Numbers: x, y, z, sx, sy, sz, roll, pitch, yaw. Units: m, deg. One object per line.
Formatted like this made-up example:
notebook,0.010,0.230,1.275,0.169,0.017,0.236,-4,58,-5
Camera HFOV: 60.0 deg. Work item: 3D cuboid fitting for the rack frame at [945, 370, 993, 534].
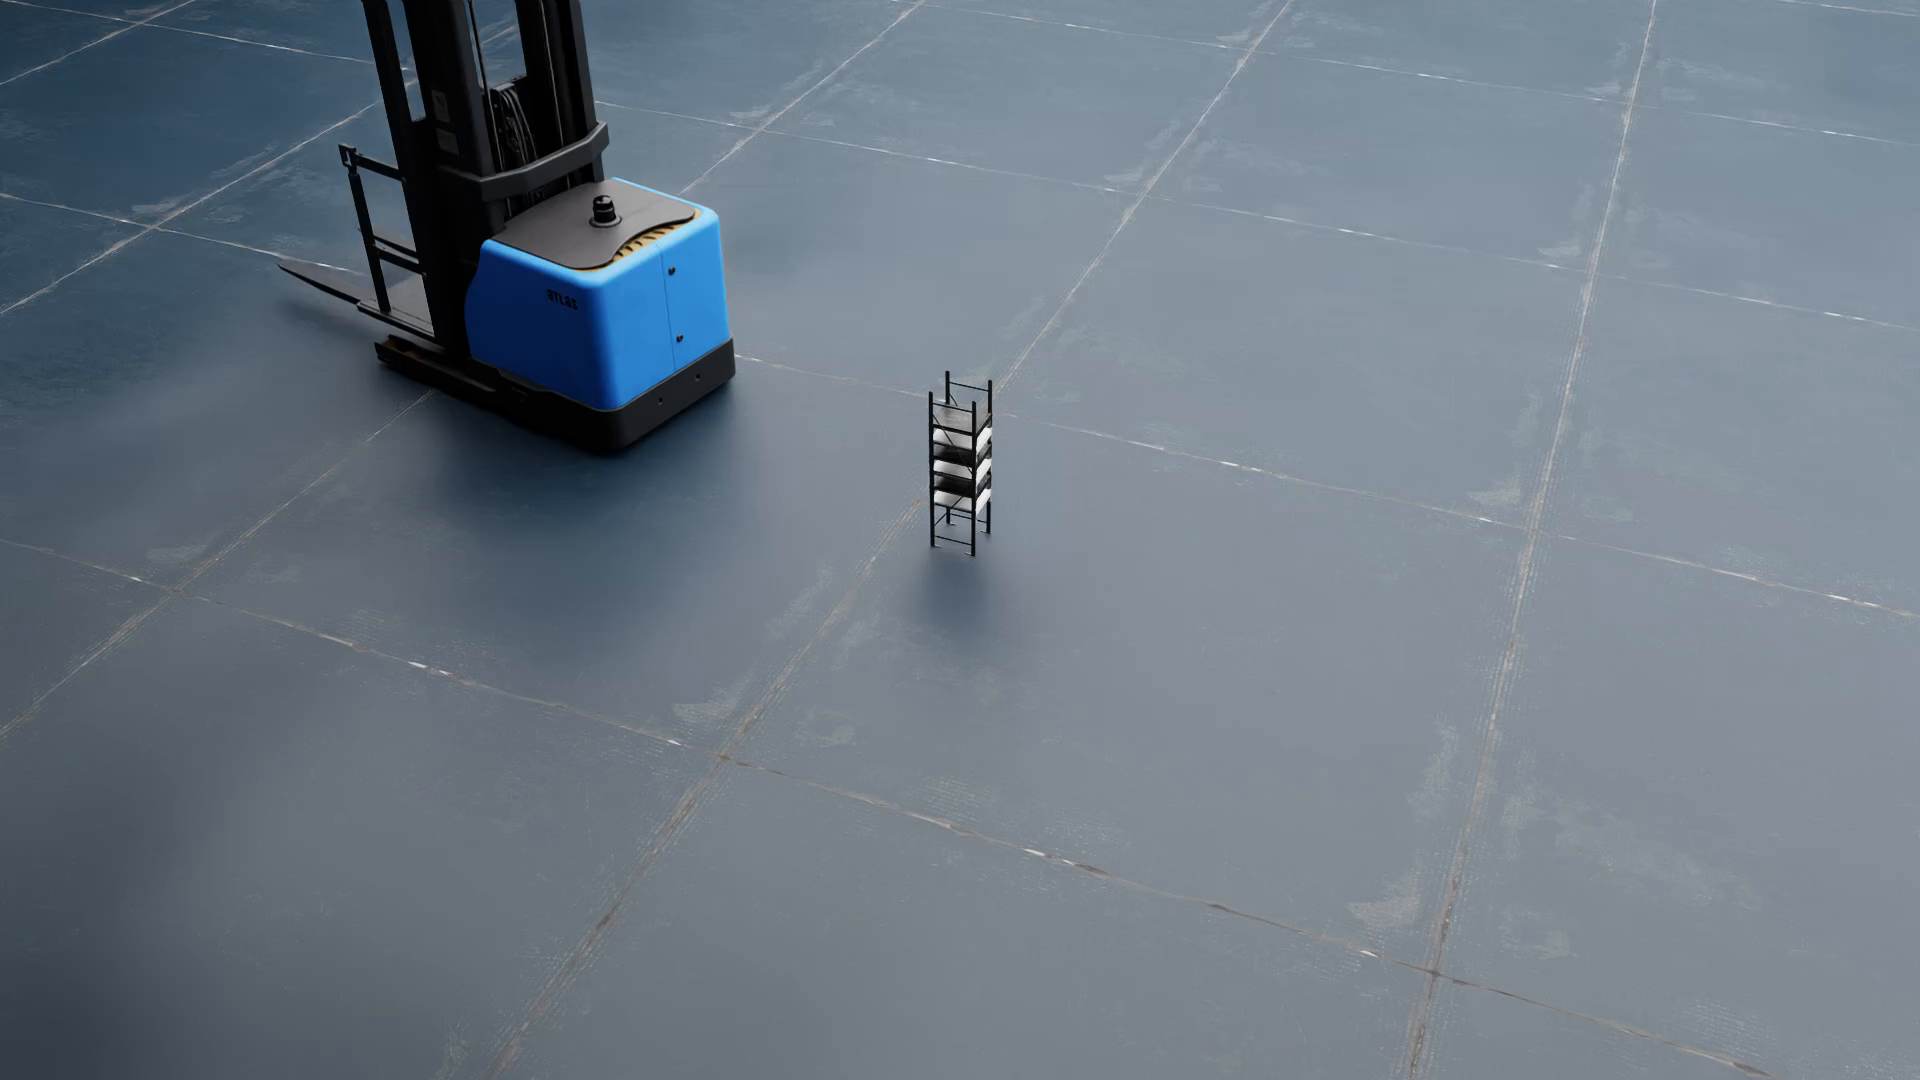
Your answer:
rack frame,0.042,-0.421,8.163,0.240,0.900,0.006,14,39,18

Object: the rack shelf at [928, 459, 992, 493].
rack shelf,0.003,-0.338,8.108,0.258,0.077,0.200,14,39,18

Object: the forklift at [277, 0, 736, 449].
forklift,-2.783,-2.349,9.046,3.031,2.935,1.130,23,42,27

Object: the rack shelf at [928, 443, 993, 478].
rack shelf,0.003,-0.410,8.054,0.258,0.077,0.200,14,39,18

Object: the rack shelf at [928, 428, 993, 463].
rack shelf,0.003,-0.482,8.000,0.258,0.077,0.200,14,39,18

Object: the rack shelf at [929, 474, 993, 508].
rack shelf,0.003,-0.266,8.162,0.258,0.077,0.200,14,39,18

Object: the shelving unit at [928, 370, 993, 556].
shelving unit,0.003,-0.365,8.088,0.258,0.900,0.210,14,39,18

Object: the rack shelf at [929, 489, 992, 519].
rack shelf,0.003,-0.194,8.216,0.258,0.077,0.200,14,39,18

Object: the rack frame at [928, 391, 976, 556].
rack frame,-0.036,-0.309,8.013,0.240,0.900,0.006,14,39,18

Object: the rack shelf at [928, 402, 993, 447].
rack shelf,0.003,-0.555,7.946,0.258,0.077,0.200,14,39,18
